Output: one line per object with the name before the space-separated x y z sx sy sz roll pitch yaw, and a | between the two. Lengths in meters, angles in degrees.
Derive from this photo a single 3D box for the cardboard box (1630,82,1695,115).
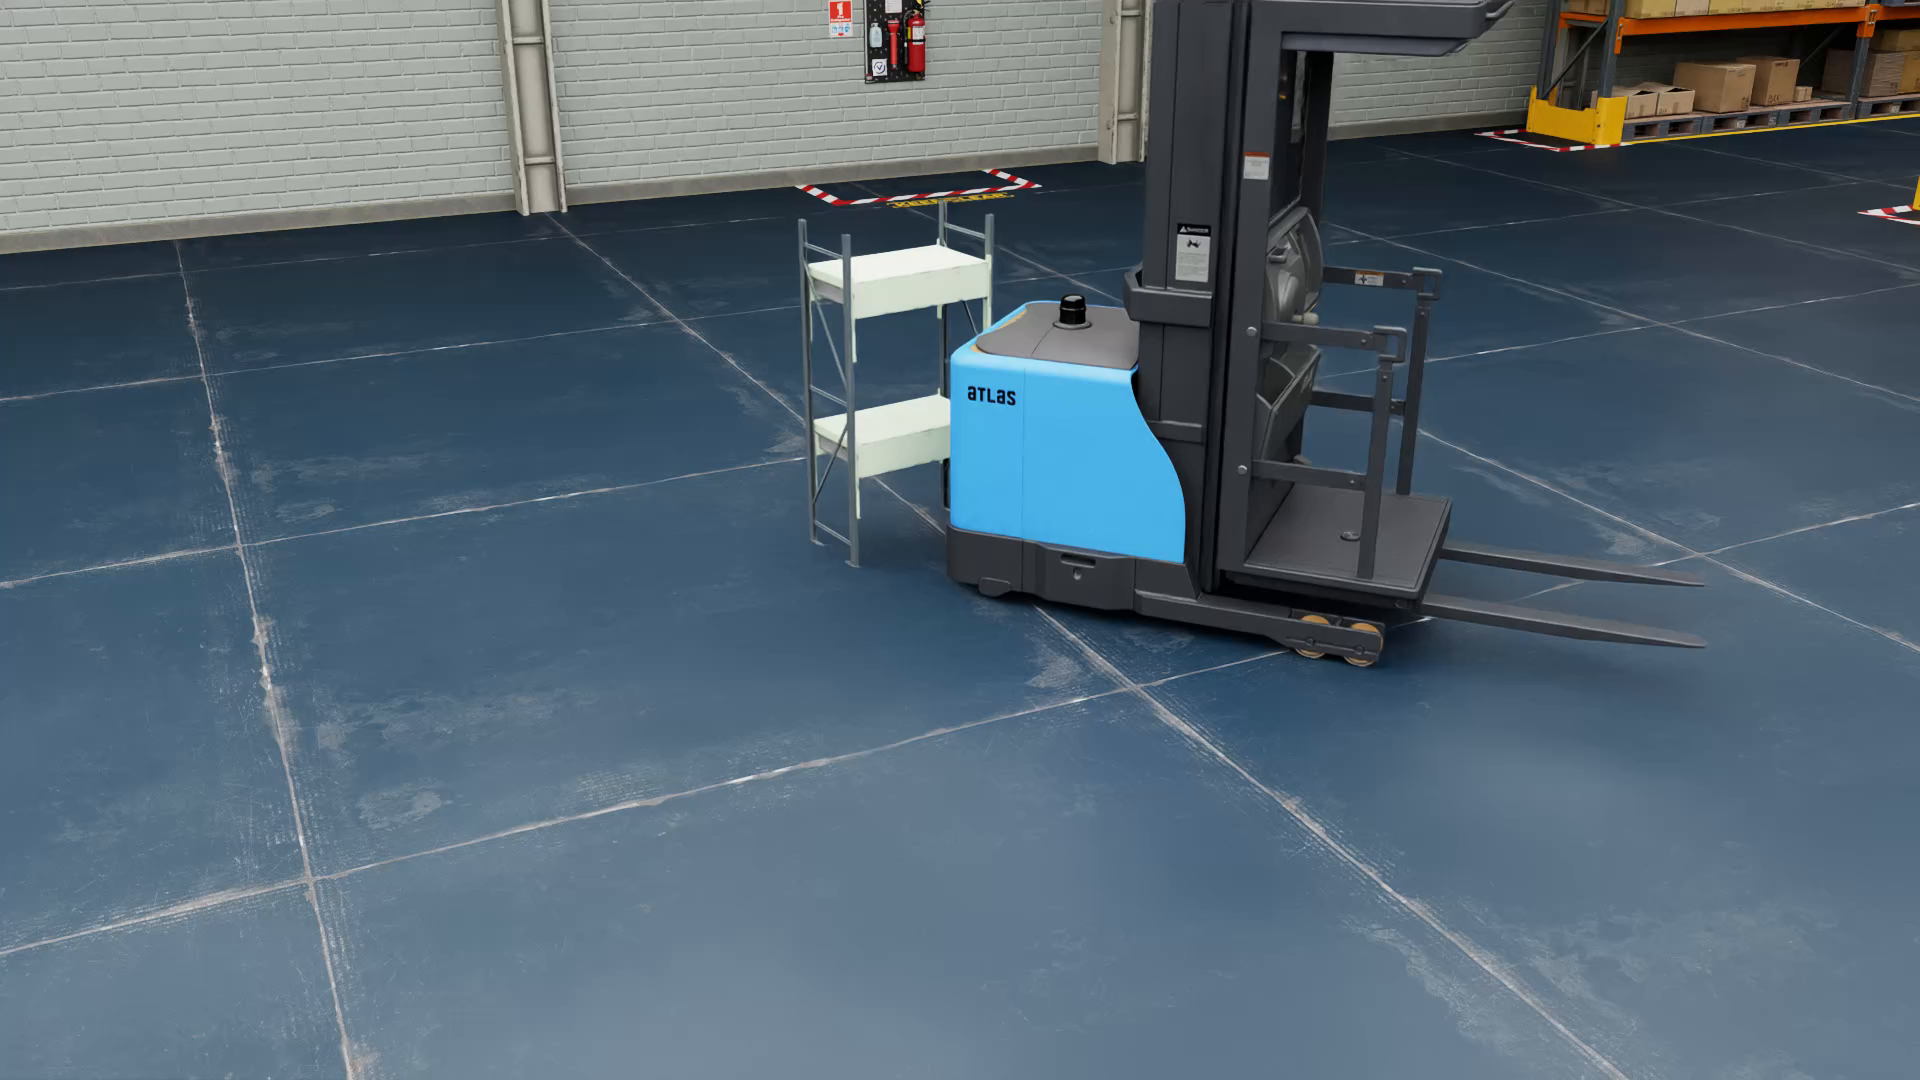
cardboard box | 7.993 -5.048 18.962 0.500 0.311 0.500 -8 24 -19

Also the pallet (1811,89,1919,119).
pallet | 11.122 -5.413 20.551 1.213 0.211 1.003 -10 25 -24

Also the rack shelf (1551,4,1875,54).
rack shelf | 8.619 -5.908 19.041 4.000 0.370 1.077 -10 25 -24

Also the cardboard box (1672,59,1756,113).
cardboard box | 8.676 -5.239 19.179 0.500 0.500 0.700 -12 25 -27

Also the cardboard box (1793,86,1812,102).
cardboard box | 9.952 -5.367 19.923 0.250 0.166 0.380 -14 26 -30

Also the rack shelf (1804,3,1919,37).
rack shelf | 12.223 -6.571 20.643 4.000 0.370 1.077 -10 25 -24

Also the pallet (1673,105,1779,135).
pallet | 8.731 -4.956 19.447 1.213 0.211 1.003 -10 25 -24

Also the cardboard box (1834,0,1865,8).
cardboard box | 10.126 -6.329 19.287 0.500 0.250 0.500 -10 25 -23

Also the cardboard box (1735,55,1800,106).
cardboard box | 9.504 -5.434 19.649 0.500 0.500 0.500 -12 26 -28

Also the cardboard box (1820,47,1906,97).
cardboard box | 11.077 -5.748 20.407 0.500 0.500 0.700 -10 24 -22

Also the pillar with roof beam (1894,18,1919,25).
pillar with roof beam | 14.346 -8.606 16.775 0.400 9.000 9.100 -10 25 -24

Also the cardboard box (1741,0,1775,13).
cardboard box | 8.774 -6.076 18.677 0.500 0.250 0.500 -10 25 -23

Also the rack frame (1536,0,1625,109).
rack frame | 6.817 -5.908 18.102 0.127 3.000 1.000 -10 25 -24

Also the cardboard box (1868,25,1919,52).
cardboard box | 11.473 -6.169 20.443 0.500 0.250 0.500 -11 25 -25

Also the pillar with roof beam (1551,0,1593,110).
pillar with roof beam | 8.940 -7.611 14.371 0.400 9.000 9.100 -10 25 -24

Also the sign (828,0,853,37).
sign | -1.120 -4.891 15.597 0.234 0.329 0.001 -10 25 -24

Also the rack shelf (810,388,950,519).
rack shelf | -0.274 -0.406 7.623 0.720 0.370 0.431 -15 27 -32

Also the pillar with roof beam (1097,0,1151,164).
pillar with roof beam | 3.533 -6.616 11.966 0.400 9.000 9.100 -10 25 -24

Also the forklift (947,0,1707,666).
forklift | 1.512 -1.088 6.546 3.031 2.935 1.130 9 24 20

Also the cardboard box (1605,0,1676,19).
cardboard box | 7.395 -5.820 18.058 0.500 0.250 0.500 -11 25 -25

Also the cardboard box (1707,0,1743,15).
cardboard box | 8.318 -5.993 18.477 0.500 0.250 0.500 -11 25 -24

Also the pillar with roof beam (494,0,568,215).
pillar with roof beam | -1.873 -5.620 9.562 0.400 9.000 9.100 -10 25 -24

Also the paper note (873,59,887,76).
paper note | -0.766 -4.518 15.894 0.142 0.148 0.016 -10 25 -24

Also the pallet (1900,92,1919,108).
pallet | 12.223 -5.617 21.043 1.213 0.211 1.003 -10 25 -24

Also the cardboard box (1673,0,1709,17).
cardboard box | 7.856 -5.911 18.278 0.500 0.250 0.500 -11 25 -25

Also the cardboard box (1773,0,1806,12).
cardboard box | 9.227 -6.160 18.880 0.500 0.250 0.500 -11 25 -24

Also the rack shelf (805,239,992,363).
rack shelf | -0.274 -1.068 7.349 0.720 0.370 0.431 -15 27 -32

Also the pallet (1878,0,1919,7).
pallet | 11.173 -6.560 19.926 1.213 0.211 1.003 -10 25 -24

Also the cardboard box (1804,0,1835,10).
cardboard box | 9.674 -6.249 19.094 0.500 0.250 0.500 -10 25 -23

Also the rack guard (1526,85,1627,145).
rack guard | 6.886 -4.766 18.610 0.348 0.500 1.175 -10 25 -24

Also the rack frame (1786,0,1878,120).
rack frame | 10.421 -6.572 19.704 0.127 3.000 1.000 -10 25 -24

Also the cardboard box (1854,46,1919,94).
cardboard box | 11.521 -5.851 20.656 0.500 0.500 0.700 -11 25 -25

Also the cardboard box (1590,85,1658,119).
cardboard box | 7.480 -4.953 18.734 0.500 0.311 0.500 -14 26 -30

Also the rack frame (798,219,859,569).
rack frame | -0.575 -0.628 7.306 0.023 1.500 0.400 -15 27 -32

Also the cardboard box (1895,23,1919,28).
cardboard box | 11.940 -6.256 20.655 0.500 0.250 0.500 -11 25 -25

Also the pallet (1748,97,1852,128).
pallet | 9.832 -5.160 19.939 1.213 0.211 1.003 -10 25 -24

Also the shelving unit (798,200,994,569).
shelving unit | -0.274 -0.708 7.498 0.755 1.500 0.431 -15 27 -32

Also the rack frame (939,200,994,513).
rack frame | 0.026 -0.787 7.691 0.023 1.500 0.400 -15 27 -32

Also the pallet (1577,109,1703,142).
pallet | 7.633 -4.755 18.961 1.213 0.211 1.003 -10 25 -24

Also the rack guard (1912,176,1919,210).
rack guard | 8.947 -3.043 14.447 0.348 0.500 1.175 -10 25 -24

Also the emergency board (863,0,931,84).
emergency board | -0.577 -4.931 15.739 0.643 1.169 0.194 -10 25 -24

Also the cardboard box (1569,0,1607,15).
cardboard box | 7.154 -5.993 18.475 0.500 0.250 0.500 -10 25 -23
